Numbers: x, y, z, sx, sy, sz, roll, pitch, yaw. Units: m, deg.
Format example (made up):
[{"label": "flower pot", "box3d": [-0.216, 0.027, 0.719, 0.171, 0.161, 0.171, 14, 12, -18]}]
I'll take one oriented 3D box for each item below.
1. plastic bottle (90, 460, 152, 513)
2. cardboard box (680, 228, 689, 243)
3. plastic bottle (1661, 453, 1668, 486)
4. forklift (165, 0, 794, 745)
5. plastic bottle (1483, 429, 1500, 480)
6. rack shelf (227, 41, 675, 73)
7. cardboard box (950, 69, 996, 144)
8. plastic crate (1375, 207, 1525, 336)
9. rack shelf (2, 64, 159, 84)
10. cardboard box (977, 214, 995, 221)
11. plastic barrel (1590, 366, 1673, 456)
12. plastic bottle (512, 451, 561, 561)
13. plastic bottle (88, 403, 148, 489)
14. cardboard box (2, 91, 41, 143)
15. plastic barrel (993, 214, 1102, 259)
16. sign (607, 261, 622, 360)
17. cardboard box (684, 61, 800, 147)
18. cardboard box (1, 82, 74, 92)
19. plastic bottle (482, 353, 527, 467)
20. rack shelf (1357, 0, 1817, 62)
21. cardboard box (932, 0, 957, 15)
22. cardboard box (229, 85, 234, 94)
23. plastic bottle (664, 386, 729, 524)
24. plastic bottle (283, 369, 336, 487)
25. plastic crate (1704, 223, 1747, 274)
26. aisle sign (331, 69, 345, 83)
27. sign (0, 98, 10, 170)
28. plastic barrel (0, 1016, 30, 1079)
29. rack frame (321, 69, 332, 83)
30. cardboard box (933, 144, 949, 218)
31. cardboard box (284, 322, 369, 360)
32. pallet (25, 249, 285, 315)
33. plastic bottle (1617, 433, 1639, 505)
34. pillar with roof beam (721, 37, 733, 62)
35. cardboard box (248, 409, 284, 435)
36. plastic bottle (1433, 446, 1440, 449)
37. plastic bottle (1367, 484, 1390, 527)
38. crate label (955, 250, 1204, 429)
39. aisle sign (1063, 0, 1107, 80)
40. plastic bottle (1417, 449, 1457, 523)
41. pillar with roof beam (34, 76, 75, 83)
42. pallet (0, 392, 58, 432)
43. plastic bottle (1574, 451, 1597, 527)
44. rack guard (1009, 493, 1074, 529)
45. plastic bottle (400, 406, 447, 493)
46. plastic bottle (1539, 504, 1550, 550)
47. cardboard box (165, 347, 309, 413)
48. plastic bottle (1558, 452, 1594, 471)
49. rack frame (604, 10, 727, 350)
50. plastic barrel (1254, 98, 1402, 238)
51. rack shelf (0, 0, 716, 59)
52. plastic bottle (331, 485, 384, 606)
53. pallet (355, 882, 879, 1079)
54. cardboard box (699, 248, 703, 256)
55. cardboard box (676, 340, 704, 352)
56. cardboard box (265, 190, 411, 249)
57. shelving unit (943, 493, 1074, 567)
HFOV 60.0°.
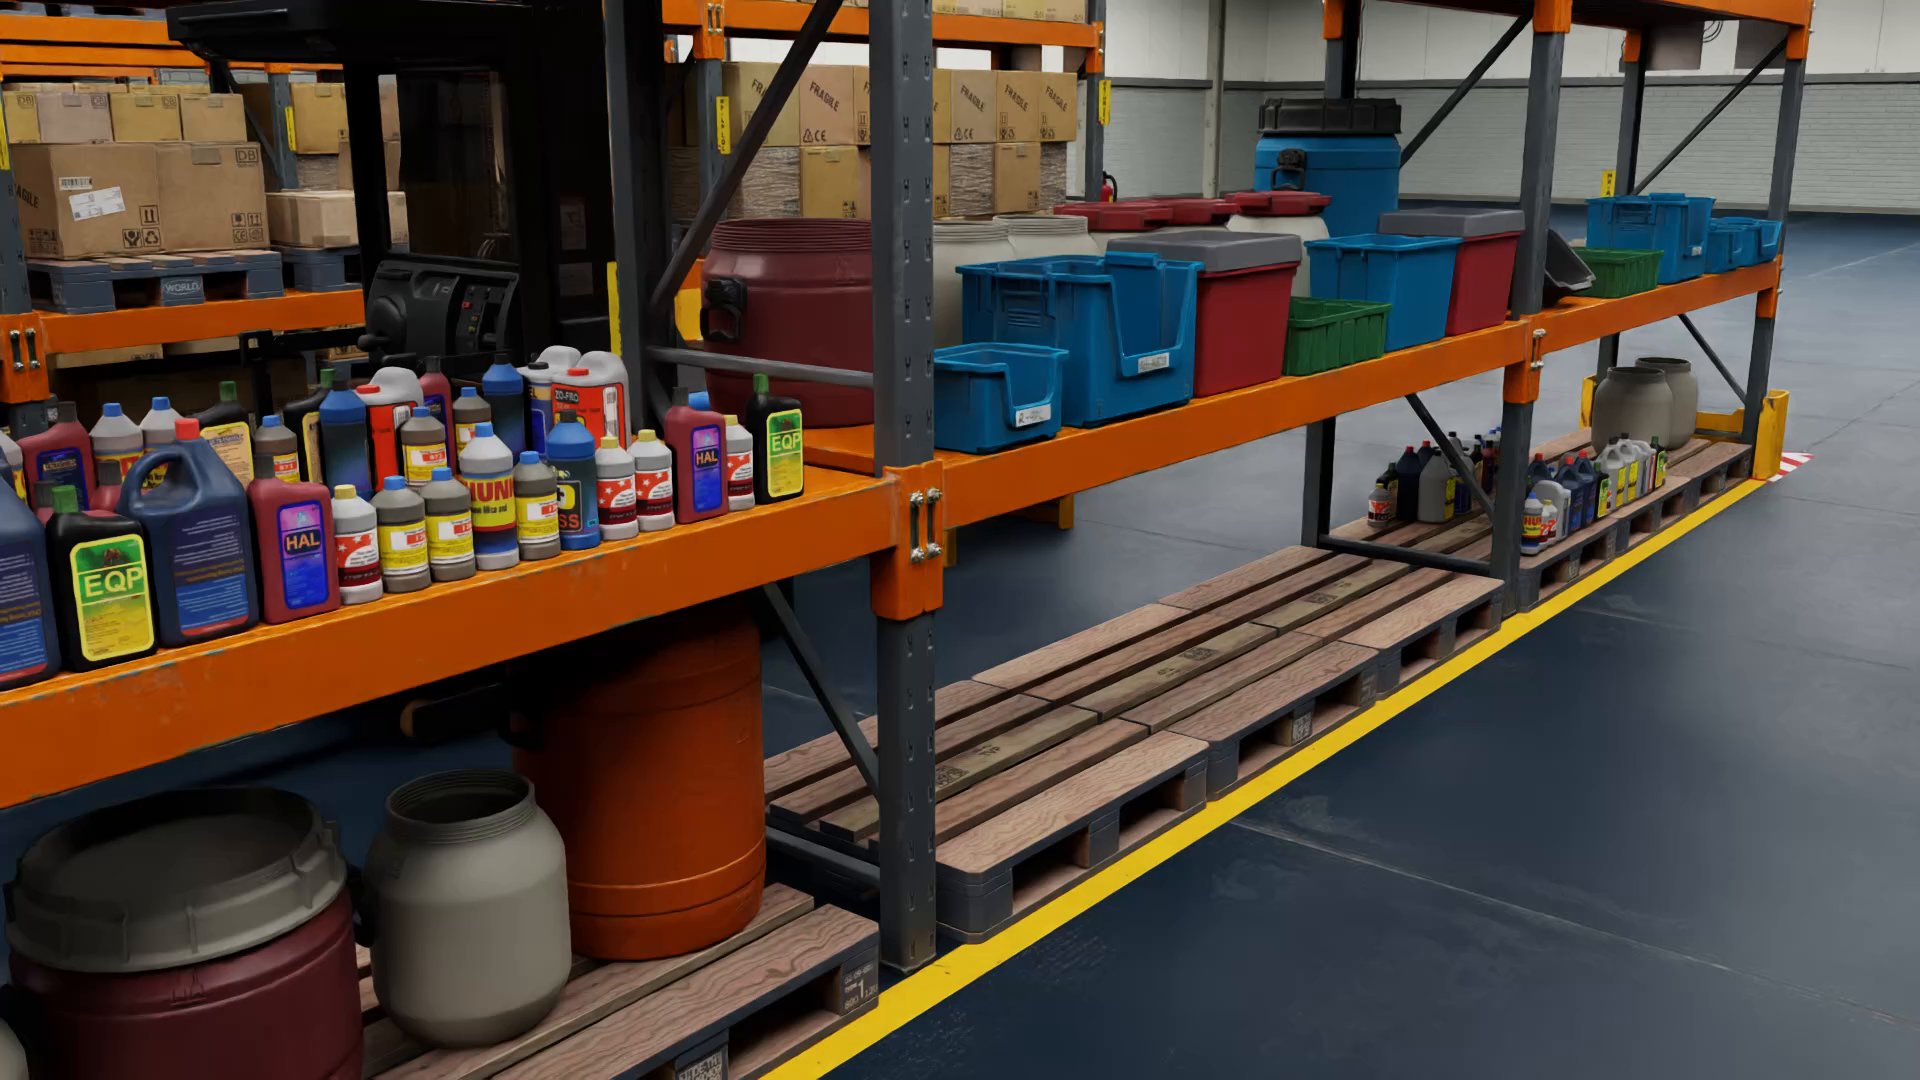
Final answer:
[{"label": "plastic bottle", "box3d": [-1.356, 0.003, 2.754, 0.061, 0.283, 0.133, 11, 18, 38]}, {"label": "cardboard box", "box3d": [-1.919, -1.926, 10.623, 0.380, 0.149, 0.250, 11, 18, 38]}, {"label": "plastic bottle", "box3d": [3.728, -0.398, 8.888, 0.097, 0.201, 0.097, 0, 14, 0]}, {"label": "forklift", "box3d": [-2.057, -0.844, 5.994, 1.130, 2.935, 3.031, 12, 19, 40]}, {"label": "plastic bottle", "box3d": [2.881, -0.468, 9.020, 0.097, 0.271, 0.097, 0, 14, 0]}, {"label": "rack shelf", "box3d": [-4.363, -4.236, 14.575, 1.077, 0.370, 4.000, 11, 18, 38]}, {"label": "cardboard box", "box3d": [-0.091, -3.069, 11.773, 0.500, 0.500, 0.500, 11, 18, 38]}, {"label": "plastic crate", "box3d": [1.961, -1.086, 6.674, 0.402, 0.464, 0.583, 11, 18, 38]}, {"label": "rack shelf", "box3d": [-12.139, -5.750, 20.535, 1.077, 0.370, 4.000, 11, 18, 38]}, {"label": "cardboard box", "box3d": [0.037, -2.328, 12.206, 0.380, 0.149, 0.250, 11, 18, 38]}, {"label": "plastic barrel", "box3d": [3.872, -0.725, 9.583, 0.421, 0.512, 0.421, 0, 14, 0]}, {"label": "plastic bottle", "box3d": [-0.825, -0.069, 3.208, 0.097, 0.201, 0.097, 0, 14, 0]}, {"label": "plastic bottle", "box3d": [-1.685, -0.138, 3.337, 0.097, 0.271, 0.097, 0, 14, 0]}, {"label": "cardboard box", "box3d": [-6.885, -2.893, 11.685, 0.700, 0.500, 0.500, 11, 18, 37]}, {"label": "plastic barrel", "box3d": [0.258, -0.794, 5.427, 0.421, 0.512, 0.421, 0, 14, 0]}, {"label": "sign", "box3d": [-0.919, -0.591, 4.528, 0.100, 0.325, 0.005, 11, 18, 38]}, {"label": "cardboard box", "box3d": [-1.345, -2.685, 10.263, 0.500, 0.500, 0.500, 11, 18, 38]}, {"label": "cardboard box", "box3d": [-9.088, -4.223, 16.315, 0.700, 0.500, 0.500, 11, 18, 37]}, {"label": "plastic bottle", "box3d": [-1.105, -0.315, 4.034, 0.097, 0.271, 0.097, 0, 14, 0]}, {"label": "rack shelf", "box3d": [3.284, -2.683, 8.460, 1.077, 0.370, 4.000, 11, 18, 38]}, {"label": "cardboard box", "box3d": [-0.369, -3.687, 11.255, 0.500, 0.250, 0.500, 11, 18, 37]}, {"label": "cardboard box", "box3d": [-7.735, -4.597, 17.788, 0.700, 0.500, 0.500, 11, 18, 37]}, {"label": "plastic bottle", "box3d": [-0.554, -0.184, 3.494, 0.061, 0.283, 0.133, 11, 18, 38]}, {"label": "plastic bottle", "box3d": [-1.421, -0.232, 3.681, 0.061, 0.283, 0.133, 11, 18, 38]}, {"label": "plastic crate", "box3d": [4.047, -1.623, 9.221, 0.499, 0.251, 0.408, 11, 18, 38]}, {"label": "aisle sign", "box3d": [-7.222, -5.581, 19.218, 0.394, 0.787, 0.004, 11, 18, 38]}, {"label": "sign", "box3d": [-3.906, -1.671, 6.757, 0.100, 0.325, 0.005, 11, 18, 38]}, {"label": "plastic barrel", "box3d": [-1.776, 1.008, 2.762, 0.421, 0.512, 0.421, 0, 14, 0]}, {"label": "rack frame", "box3d": [-7.019, -4.261, 19.303, 1.000, 3.000, 0.127, 11, 18, 38]}, {"label": "cardboard box", "box3d": [-0.571, -2.521, 11.649, 0.875, 0.500, 0.500, 11, 18, 38]}, {"label": "cardboard box", "box3d": [-5.170, -2.031, 13.990, 0.875, 0.875, 0.875, 12, 18, 38]}, {"label": "pallet", "box3d": [-3.974, -1.255, 7.861, 1.213, 0.211, 1.003, 11, 18, 38]}, {"label": "plastic bottle", "box3d": [3.360, -0.368, 8.464, 0.144, 0.351, 0.185, 12, 19, 40]}, {"label": "pillar with roof beam", "box3d": [-1.131, -9.574, 28.033, 9.100, 9.000, 0.400, 11, 18, 38]}, {"label": "cardboard box", "box3d": [-3.595, -0.436, 8.432, 0.700, 0.500, 0.500, 9, 17, 33]}, {"label": "plastic bottle", "box3d": [2.398, -0.334, 8.468, 0.061, 0.283, 0.133, 13, 19, 41]}, {"label": "plastic bottle", "box3d": [2.013, -0.169, 7.987, 0.097, 0.201, 0.097, 0, 14, 0]}, {"label": "crate label", "box3d": [0.348, -0.594, 4.798, 0.502, 0.435, 0.616, 11, 18, 38]}, {"label": "aisle sign", "box3d": [0.961, -3.953, 12.810, 0.394, 0.787, 0.004, 11, 18, 38]}, {"label": "plastic bottle", "box3d": [2.320, -0.270, 8.079, 0.144, 0.351, 0.185, 11, 18, 38]}, {"label": "pillar with roof beam", "box3d": [-8.673, -7.276, 18.987, 9.100, 9.000, 0.400, 11, 18, 38]}, {"label": "pallet", "box3d": [-6.813, -1.002, 12.140, 1.003, 0.211, 1.213, 11, 18, 38]}, {"label": "plastic bottle", "box3d": [2.976, -0.251, 8.003, 0.144, 0.351, 0.185, 10, 18, 35]}, {"label": "rack guard", "box3d": [0.361, -0.231, 9.025, 0.587, 0.250, 0.087, 11, 18, 38]}, {"label": "plastic bottle", "box3d": [-1.192, -0.195, 3.702, 0.097, 0.201, 0.097, 0, 14, 0]}, {"label": "plastic bottle", "box3d": [2.632, -0.064, 7.574, 0.097, 0.201, 0.097, 0, 14, 0]}, {"label": "cardboard box", "box3d": [-3.616, -0.796, 8.326, 0.500, 0.250, 0.500, -14, 20, -43]}, {"label": "plastic bottle", "box3d": [3.112, -0.314, 8.404, 0.152, 0.276, 0.135, 11, 18, 38]}, {"label": "rack frame", "box3d": [-1.825, -1.961, 10.251, 1.000, 3.000, 0.127, 11, 18, 38]}, {"label": "plastic barrel", "box3d": [1.549, -1.411, 7.065, 0.600, 0.901, 0.708, 11, 18, 38]}, {"label": "rack shelf", "box3d": [-3.082, -2.683, 8.462, 1.077, 0.370, 4.000, 11, 18, 38]}, {"label": "plastic bottle", "box3d": [-1.069, 0.005, 2.914, 0.097, 0.201, 0.097, 0, 14, 0]}, {"label": "pallet", "box3d": [-0.950, 1.080, 3.942, 1.003, 0.211, 1.213, 11, 18, 38]}, {"label": "cardboard box", "box3d": [-1.456, -1.834, 10.260, 0.380, 0.149, 0.250, 11, 18, 38]}, {"label": "cardboard box", "box3d": [-1.543, -1.024, 10.784, 0.500, 0.500, 0.500, 11, 18, 36]}, {"label": "cardboard box", "box3d": [-3.107, -1.611, 8.325, 0.500, 0.250, 0.500, 11, 18, 36]}, {"label": "shelving unit", "box3d": [0.048, -0.742, 8.496, 0.587, 1.500, 1.083, 11, 18, 38]}]
